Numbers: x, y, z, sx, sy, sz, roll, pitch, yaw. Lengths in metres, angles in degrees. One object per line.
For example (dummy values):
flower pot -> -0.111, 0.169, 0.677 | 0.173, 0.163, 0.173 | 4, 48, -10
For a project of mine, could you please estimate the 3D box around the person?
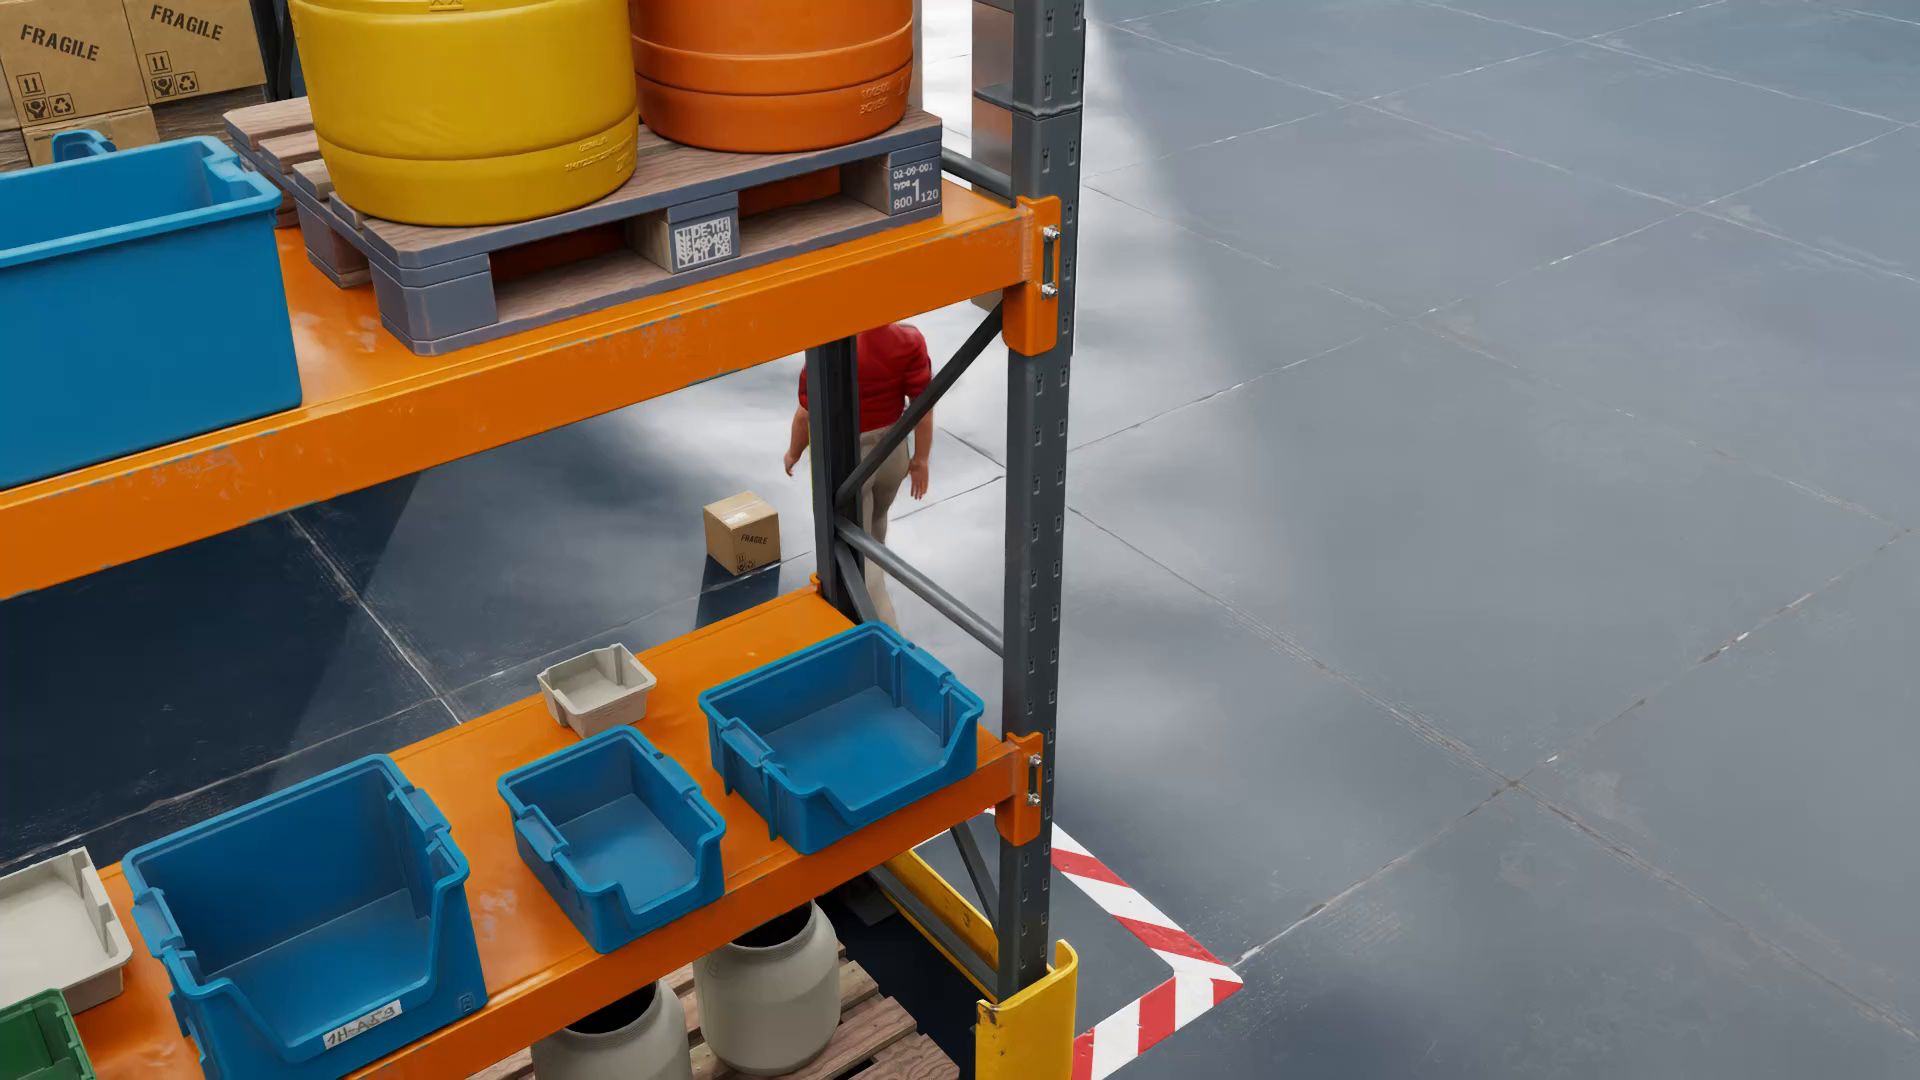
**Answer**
person -> -0.449, -0.367, 6.749 | 0.544, 1.683, 0.956 | -20, 37, -29
